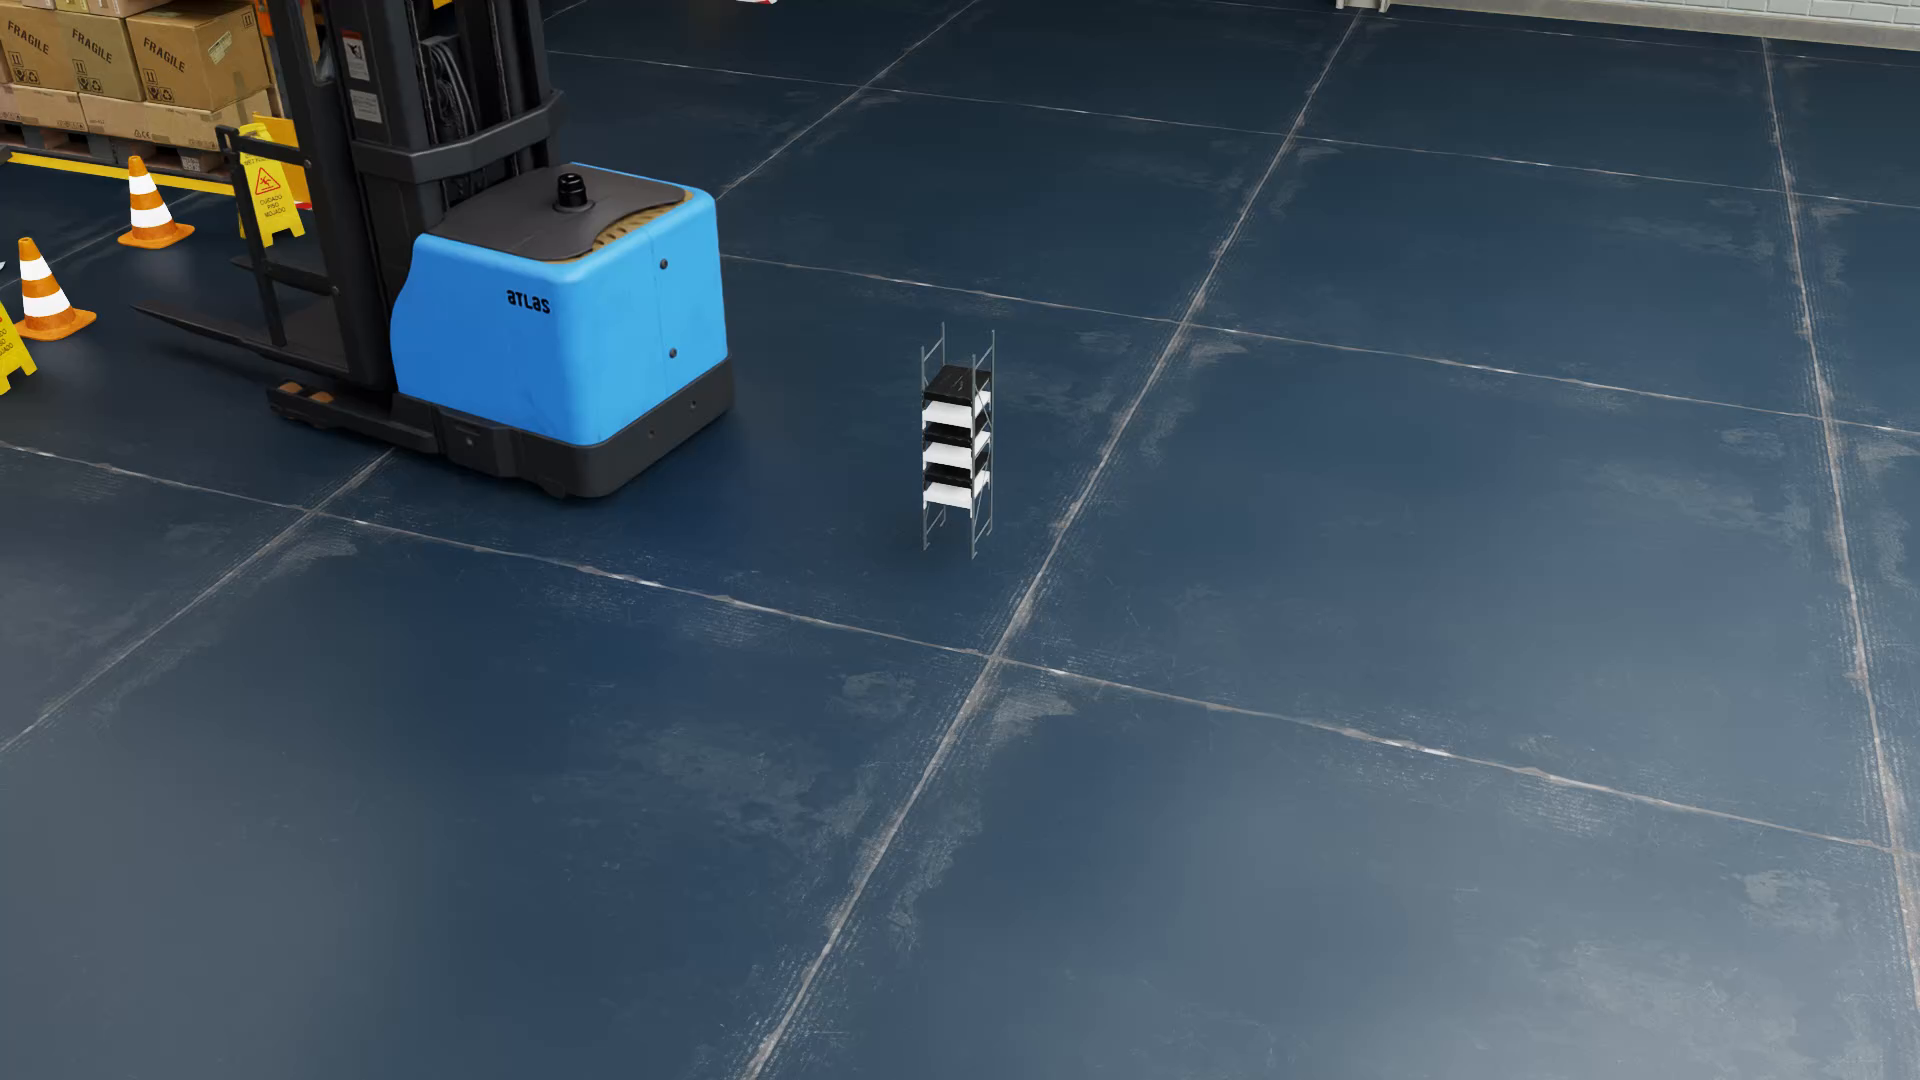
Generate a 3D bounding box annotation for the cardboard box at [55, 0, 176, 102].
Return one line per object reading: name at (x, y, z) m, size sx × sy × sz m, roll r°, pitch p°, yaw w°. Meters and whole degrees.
cardboard box at (-5.042, -3.005, 10.095) m, size 0.500 × 0.500 × 0.500 m, roll 12°, pitch 35°, yaw 18°

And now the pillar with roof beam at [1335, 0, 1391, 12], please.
pillar with roof beam at (1.809, -5.908, 7.605) m, size 0.400 × 9.000 × 9.100 m, roll 11°, pitch 34°, yaw 16°

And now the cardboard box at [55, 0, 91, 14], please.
cardboard box at (-5.153, -3.264, 9.899) m, size 0.250 × 0.149 × 0.380 m, roll 12°, pitch 35°, yaw 17°

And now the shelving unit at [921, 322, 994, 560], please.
shelving unit at (-0.008, -0.380, 6.508) m, size 0.210 × 0.900 × 0.258 m, roll 11°, pitch 34°, yaw 16°

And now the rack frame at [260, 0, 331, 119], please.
rack frame at (-3.707, -3.561, 9.501) m, size 0.127 × 3.000 × 1.000 m, roll 11°, pitch 34°, yaw 16°

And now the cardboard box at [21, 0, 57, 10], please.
cardboard box at (-5.400, -3.313, 9.975) m, size 0.250 × 0.149 × 0.380 m, roll 12°, pitch 35°, yaw 19°

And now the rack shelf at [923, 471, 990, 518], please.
rack shelf at (-0.008, -0.200, 6.624) m, size 0.200 × 0.077 × 0.258 m, roll 11°, pitch 34°, yaw 16°

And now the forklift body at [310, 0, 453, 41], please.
forklift body at (-4.436, -5.155, 12.752) m, size 1.214 × 2.155 × 2.313 m, roll 11°, pitch 34°, yaw 16°

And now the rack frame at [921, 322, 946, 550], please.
rack frame at (-0.103, -0.398, 6.537) m, size 0.006 × 0.900 × 0.240 m, roll 11°, pitch 34°, yaw 16°

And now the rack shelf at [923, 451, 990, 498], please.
rack shelf at (-0.008, -0.276, 6.575) m, size 0.200 × 0.077 × 0.258 m, roll 11°, pitch 34°, yaw 16°

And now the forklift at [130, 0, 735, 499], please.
forklift at (-2.571, -1.966, 7.093) m, size 3.031 × 2.935 × 1.130 m, roll 16°, pitch 36°, yaw 24°

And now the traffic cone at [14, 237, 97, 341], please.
traffic cone at (-4.601, -1.287, 8.316) m, size 0.334 × 0.463 × 0.336 m, roll 11°, pitch 34°, yaw 16°

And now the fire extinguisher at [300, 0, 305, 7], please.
fire extinguisher at (-3.755, -3.273, 9.125) m, size 0.183 × 0.674 × 0.296 m, roll 11°, pitch 34°, yaw 16°

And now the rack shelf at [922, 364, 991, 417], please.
rack shelf at (-0.008, -0.578, 6.380) m, size 0.200 × 0.077 × 0.258 m, roll 11°, pitch 34°, yaw 16°

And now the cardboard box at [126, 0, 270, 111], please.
cardboard box at (-4.549, -2.911, 9.950) m, size 0.500 × 0.500 × 0.500 m, roll 11°, pitch 35°, yaw 17°

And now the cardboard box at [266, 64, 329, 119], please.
cardboard box at (-4.373, -2.871, 10.580) m, size 0.500 × 0.250 × 0.500 m, roll 11°, pitch 34°, yaw 16°

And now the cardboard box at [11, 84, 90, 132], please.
cardboard box at (-5.538, -2.785, 10.446) m, size 0.500 × 0.250 × 0.500 m, roll 10°, pitch 34°, yaw 15°

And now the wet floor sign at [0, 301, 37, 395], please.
wet floor sign at (-4.587, -1.032, 7.753) m, size 0.232 × 0.644 × 0.267 m, roll 5°, pitch 33°, yaw 8°

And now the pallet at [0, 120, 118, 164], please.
pallet at (-5.676, -2.795, 10.884) m, size 1.213 × 0.211 × 1.003 m, roll 11°, pitch 34°, yaw 16°

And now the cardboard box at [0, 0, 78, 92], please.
cardboard box at (-5.514, -3.101, 10.244) m, size 0.500 × 0.500 × 0.500 m, roll 10°, pitch 34°, yaw 15°

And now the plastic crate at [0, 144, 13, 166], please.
plastic crate at (-6.271, -2.361, 10.333) m, size 0.583 × 0.080 × 0.402 m, roll 0°, pitch 33°, yaw 0°

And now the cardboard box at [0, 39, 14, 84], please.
cardboard box at (-6.013, -3.196, 10.391) m, size 0.500 × 0.500 × 0.500 m, roll 13°, pitch 35°, yaw 19°

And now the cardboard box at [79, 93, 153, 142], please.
cardboard box at (-5.044, -2.692, 10.302) m, size 0.500 × 0.250 × 0.500 m, roll 11°, pitch 34°, yaw 17°

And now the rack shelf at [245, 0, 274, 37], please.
rack shelf at (-5.590, -3.625, 10.263) m, size 4.000 × 0.370 × 1.077 m, roll 11°, pitch 34°, yaw 16°

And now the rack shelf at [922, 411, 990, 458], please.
rack shelf at (-0.008, -0.427, 6.477) m, size 0.200 × 0.077 × 0.258 m, roll 11°, pitch 34°, yaw 16°

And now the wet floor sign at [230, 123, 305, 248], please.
wet floor sign at (-3.889, -1.991, 9.239) m, size 0.232 × 0.644 × 0.267 m, roll 24°, pitch 40°, yaw 32°

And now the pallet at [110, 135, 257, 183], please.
pallet at (-4.531, -2.571, 10.537) m, size 1.213 × 0.211 × 1.003 m, roll 11°, pitch 34°, yaw 16°

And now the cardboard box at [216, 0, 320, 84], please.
cardboard box at (-4.396, -3.191, 10.383) m, size 0.500 × 0.500 × 0.500 m, roll 10°, pitch 34°, yaw 15°

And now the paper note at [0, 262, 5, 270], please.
paper note at (-5.268, -1.471, 9.000) m, size 0.142 × 0.019 × 0.148 m, roll 0°, pitch 33°, yaw 0°

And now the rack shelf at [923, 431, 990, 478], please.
rack shelf at (-0.008, -0.352, 6.526) m, size 0.200 × 0.077 × 0.258 m, roll 11°, pitch 34°, yaw 16°

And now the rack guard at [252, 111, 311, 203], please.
rack guard at (-3.779, -2.525, 10.200) m, size 0.348 × 0.500 × 1.175 m, roll 11°, pitch 34°, yaw 16°

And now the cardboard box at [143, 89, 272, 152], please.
cardboard box at (-4.581, -2.598, 10.156) m, size 0.500 × 0.250 × 0.500 m, roll 11°, pitch 34°, yaw 16°

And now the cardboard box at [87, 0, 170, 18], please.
cardboard box at (-4.917, -3.217, 9.825) m, size 0.250 × 0.149 × 0.380 m, roll 12°, pitch 35°, yaw 18°

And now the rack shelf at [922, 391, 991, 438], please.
rack shelf at (-0.008, -0.503, 6.429) m, size 0.200 × 0.077 × 0.258 m, roll 11°, pitch 34°, yaw 16°

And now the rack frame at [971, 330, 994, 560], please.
rack frame at (0.088, -0.361, 6.479) m, size 0.006 × 0.900 × 0.240 m, roll 11°, pitch 34°, yaw 16°

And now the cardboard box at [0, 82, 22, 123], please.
cardboard box at (-6.002, -2.881, 10.595) m, size 0.500 × 0.250 × 0.500 m, roll 11°, pitch 34°, yaw 16°

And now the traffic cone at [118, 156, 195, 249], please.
traffic cone at (-4.547, -1.916, 9.290) m, size 0.334 × 0.463 × 0.336 m, roll 11°, pitch 34°, yaw 16°
